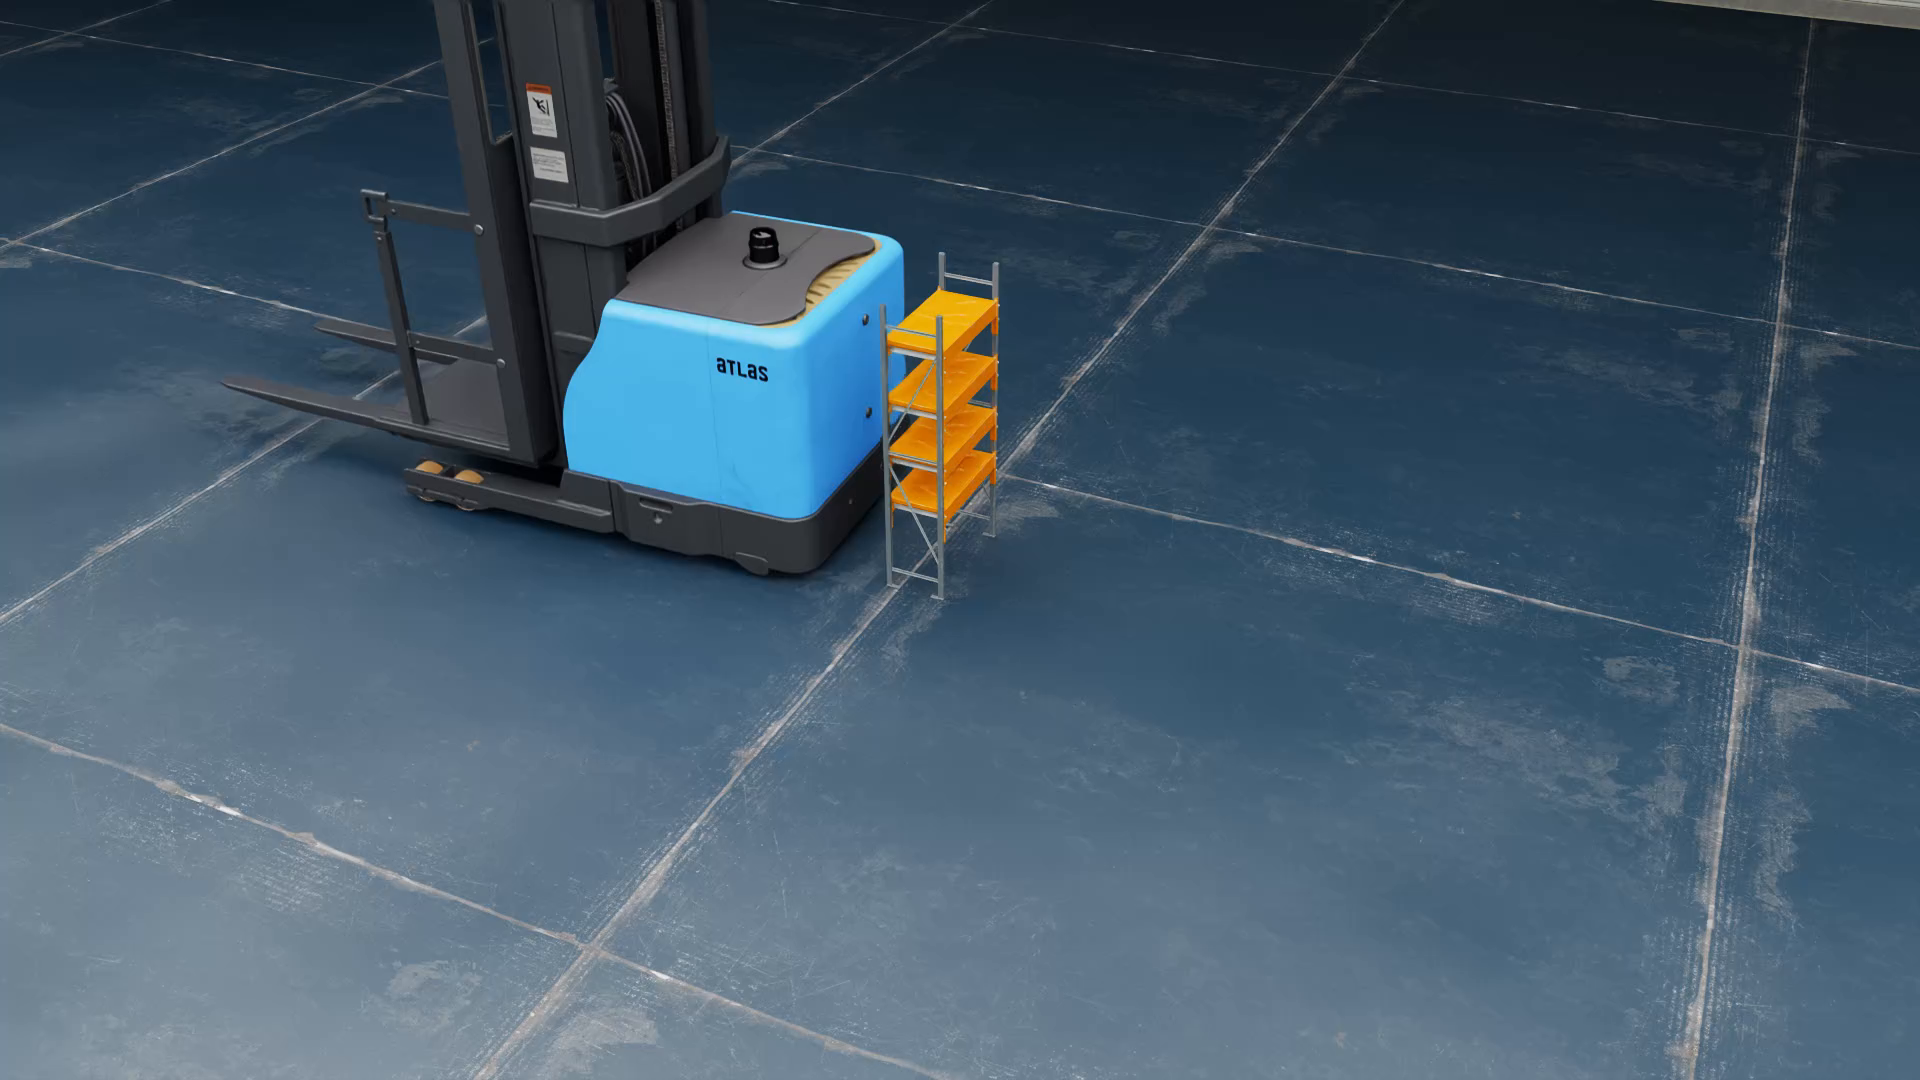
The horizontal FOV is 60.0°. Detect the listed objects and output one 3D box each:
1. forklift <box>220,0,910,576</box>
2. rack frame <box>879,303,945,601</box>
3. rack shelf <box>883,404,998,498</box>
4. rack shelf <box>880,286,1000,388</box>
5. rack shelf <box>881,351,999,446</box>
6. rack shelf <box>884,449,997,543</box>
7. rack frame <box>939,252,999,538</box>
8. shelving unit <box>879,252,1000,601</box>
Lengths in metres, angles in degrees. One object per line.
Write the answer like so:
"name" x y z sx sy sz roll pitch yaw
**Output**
"forklift" -1.779 -1.600 6.517 3.031 2.935 1.130 13 35 19
"rack frame" -0.171 -0.298 6.110 0.240 1.200 0.015 14 36 20
"rack shelf" -0.069 -0.363 6.332 0.258 0.148 0.480 14 36 20
"rack shelf" -0.069 -0.748 6.080 0.258 0.148 0.480 14 36 20
"rack shelf" -0.069 -0.550 6.210 0.258 0.148 0.480 14 36 20
"rack shelf" -0.069 -0.197 6.441 0.258 0.148 0.480 14 36 20
"rack frame" 0.033 -0.541 6.481 0.240 1.200 0.015 14 36 20
"shelving unit" -0.069 -0.419 6.295 0.258 1.200 0.503 14 36 20
